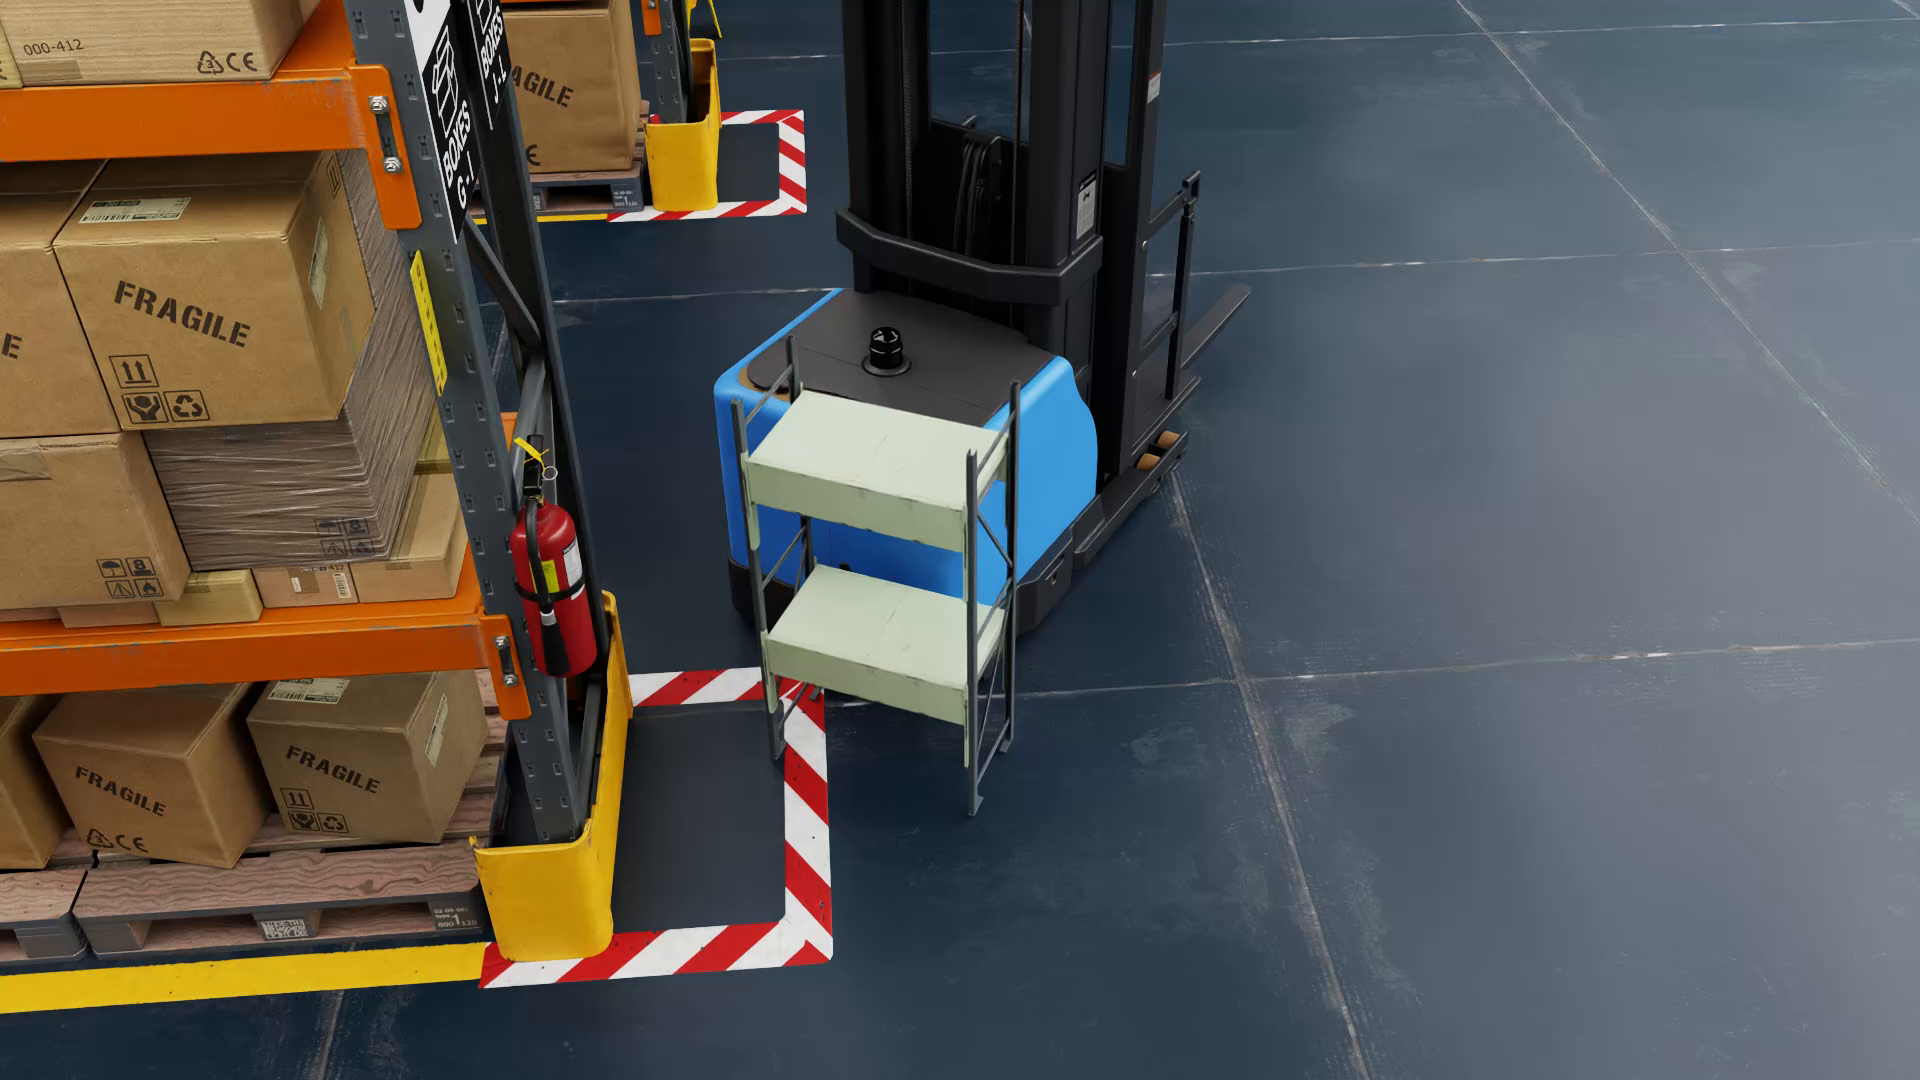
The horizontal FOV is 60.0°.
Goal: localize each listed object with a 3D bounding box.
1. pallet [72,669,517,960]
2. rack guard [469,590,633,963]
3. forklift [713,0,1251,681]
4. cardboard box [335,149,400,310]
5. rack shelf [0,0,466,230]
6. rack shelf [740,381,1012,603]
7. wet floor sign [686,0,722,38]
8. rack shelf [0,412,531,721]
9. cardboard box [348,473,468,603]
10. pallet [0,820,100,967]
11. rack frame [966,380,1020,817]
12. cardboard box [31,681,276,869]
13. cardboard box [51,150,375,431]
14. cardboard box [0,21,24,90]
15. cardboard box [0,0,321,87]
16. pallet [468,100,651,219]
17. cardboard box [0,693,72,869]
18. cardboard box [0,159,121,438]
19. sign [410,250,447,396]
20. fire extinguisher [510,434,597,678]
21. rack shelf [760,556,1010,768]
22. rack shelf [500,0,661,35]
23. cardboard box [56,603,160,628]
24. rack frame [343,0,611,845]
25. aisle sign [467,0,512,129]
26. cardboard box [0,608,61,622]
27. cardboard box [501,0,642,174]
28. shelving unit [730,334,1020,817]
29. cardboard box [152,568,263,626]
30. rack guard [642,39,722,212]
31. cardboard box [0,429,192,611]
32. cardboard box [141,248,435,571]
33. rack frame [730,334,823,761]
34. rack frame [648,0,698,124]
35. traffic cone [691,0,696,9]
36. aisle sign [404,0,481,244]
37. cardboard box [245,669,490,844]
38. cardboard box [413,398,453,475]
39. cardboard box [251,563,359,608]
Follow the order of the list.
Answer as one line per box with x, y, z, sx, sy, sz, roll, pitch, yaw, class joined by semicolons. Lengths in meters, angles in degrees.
-2.115;0.870;5.476;1.213;0.211;1.003;-3;38;-4;pallet
-1.303;0.734;5.416;0.348;0.500;1.175;-3;38;-4;rack guard
0.320;-1.482;6.262;1.130;2.935;3.031;20;43;24;forklift
-1.799;-0.938;4.389;0.500;0.500;0.500;-3;38;-4;cardboard box
-3.219;-1.037;3.801;4.000;0.370;1.077;-3;38;-4;rack shelf
-0.242;-0.156;5.099;0.720;0.370;0.431;13;41;16;rack shelf
-1.712;-3.616;10.812;0.232;0.644;0.267;-9;39;-12;wet floor sign
-3.219;0.141;4.731;4.000;0.370;1.077;-3;38;-4;rack shelf
-1.493;-0.010;4.543;0.250;0.149;0.380;-3;38;-4;cardboard box
-3.328;0.935;5.394;1.213;0.211;1.003;-3;38;-4;pallet
0.103;0.227;5.244;0.023;1.500;0.400;13;41;16;rack frame
-2.443;0.643;5.192;0.500;0.500;0.500;6;39;8;cardboard box
-1.753;-0.617;3.983;0.500;0.500;0.500;-3;38;-4;cardboard box
-2.182;-1.158;3.495;0.500;0.250;0.500;-3;38;-4;cardboard box
-1.685;-1.187;3.532;0.500;0.250;0.500;-2;38;-3;cardboard box
-2.355;-2.130;9.279;1.213;0.211;1.003;-3;38;-4;pallet
-3.068;0.666;5.164;0.500;0.500;0.500;0;38;0;cardboard box
-2.251;-0.586;3.943;0.500;0.500;0.500;-3;38;-4;cardboard box
-1.198;-0.486;3.755;0.005;0.325;0.100;-3;38;-4;sign
-1.072;0.057;4.318;0.183;0.674;0.296;-3;38;-4;fire extinguisher
-0.237;0.399;5.553;0.720;0.370;0.431;13;41;16;rack shelf
-3.558;-2.925;8.616;4.000;0.370;1.077;-3;38;-4;rack shelf
-2.237;0.053;4.464;0.250;0.149;0.380;-3;38;-4;cardboard box
-1.227;-0.251;4.647;0.127;3.000;1.000;-3;38;-4;rack frame
-1.192;-1.460;4.080;0.004;0.787;0.394;-3;38;-4;aisle sign
-2.489;0.042;4.479;0.250;0.149;0.380;-3;38;-4;cardboard box
-2.235;-2.570;8.962;0.875;0.875;0.875;-3;38;-4;cardboard box
-0.239;0.146;5.346;0.755;1.500;0.431;13;41;16;shelving unit
-1.986;0.049;4.469;0.250;0.149;0.380;-3;38;-4;cardboard box
-1.542;-2.337;9.308;0.348;0.500;1.175;-3;38;-4;rack guard
-2.265;-0.293;4.378;0.500;0.500;0.875;-3;38;-4;cardboard box
-1.777;-0.394;4.507;0.500;0.500;0.875;-3;38;-4;cardboard box
-0.581;0.066;5.449;0.023;1.500;0.400;13;41;16;rack frame
-1.566;-3.317;8.532;0.127;3.000;1.000;-3;38;-4;rack frame
-1.982;-3.884;11.299;0.334;0.463;0.336;-3;38;-4;traffic cone
-1.139;-1.090;3.611;0.004;0.787;0.394;-3;38;-4;aisle sign
-1.851;0.589;5.261;0.500;0.500;0.500;4;38;4;cardboard box
-1.532;-0.284;4.891;0.250;0.149;0.380;-3;38;-4;cardboard box
-1.742;0.004;4.527;0.250;0.149;0.380;-3;38;-4;cardboard box
